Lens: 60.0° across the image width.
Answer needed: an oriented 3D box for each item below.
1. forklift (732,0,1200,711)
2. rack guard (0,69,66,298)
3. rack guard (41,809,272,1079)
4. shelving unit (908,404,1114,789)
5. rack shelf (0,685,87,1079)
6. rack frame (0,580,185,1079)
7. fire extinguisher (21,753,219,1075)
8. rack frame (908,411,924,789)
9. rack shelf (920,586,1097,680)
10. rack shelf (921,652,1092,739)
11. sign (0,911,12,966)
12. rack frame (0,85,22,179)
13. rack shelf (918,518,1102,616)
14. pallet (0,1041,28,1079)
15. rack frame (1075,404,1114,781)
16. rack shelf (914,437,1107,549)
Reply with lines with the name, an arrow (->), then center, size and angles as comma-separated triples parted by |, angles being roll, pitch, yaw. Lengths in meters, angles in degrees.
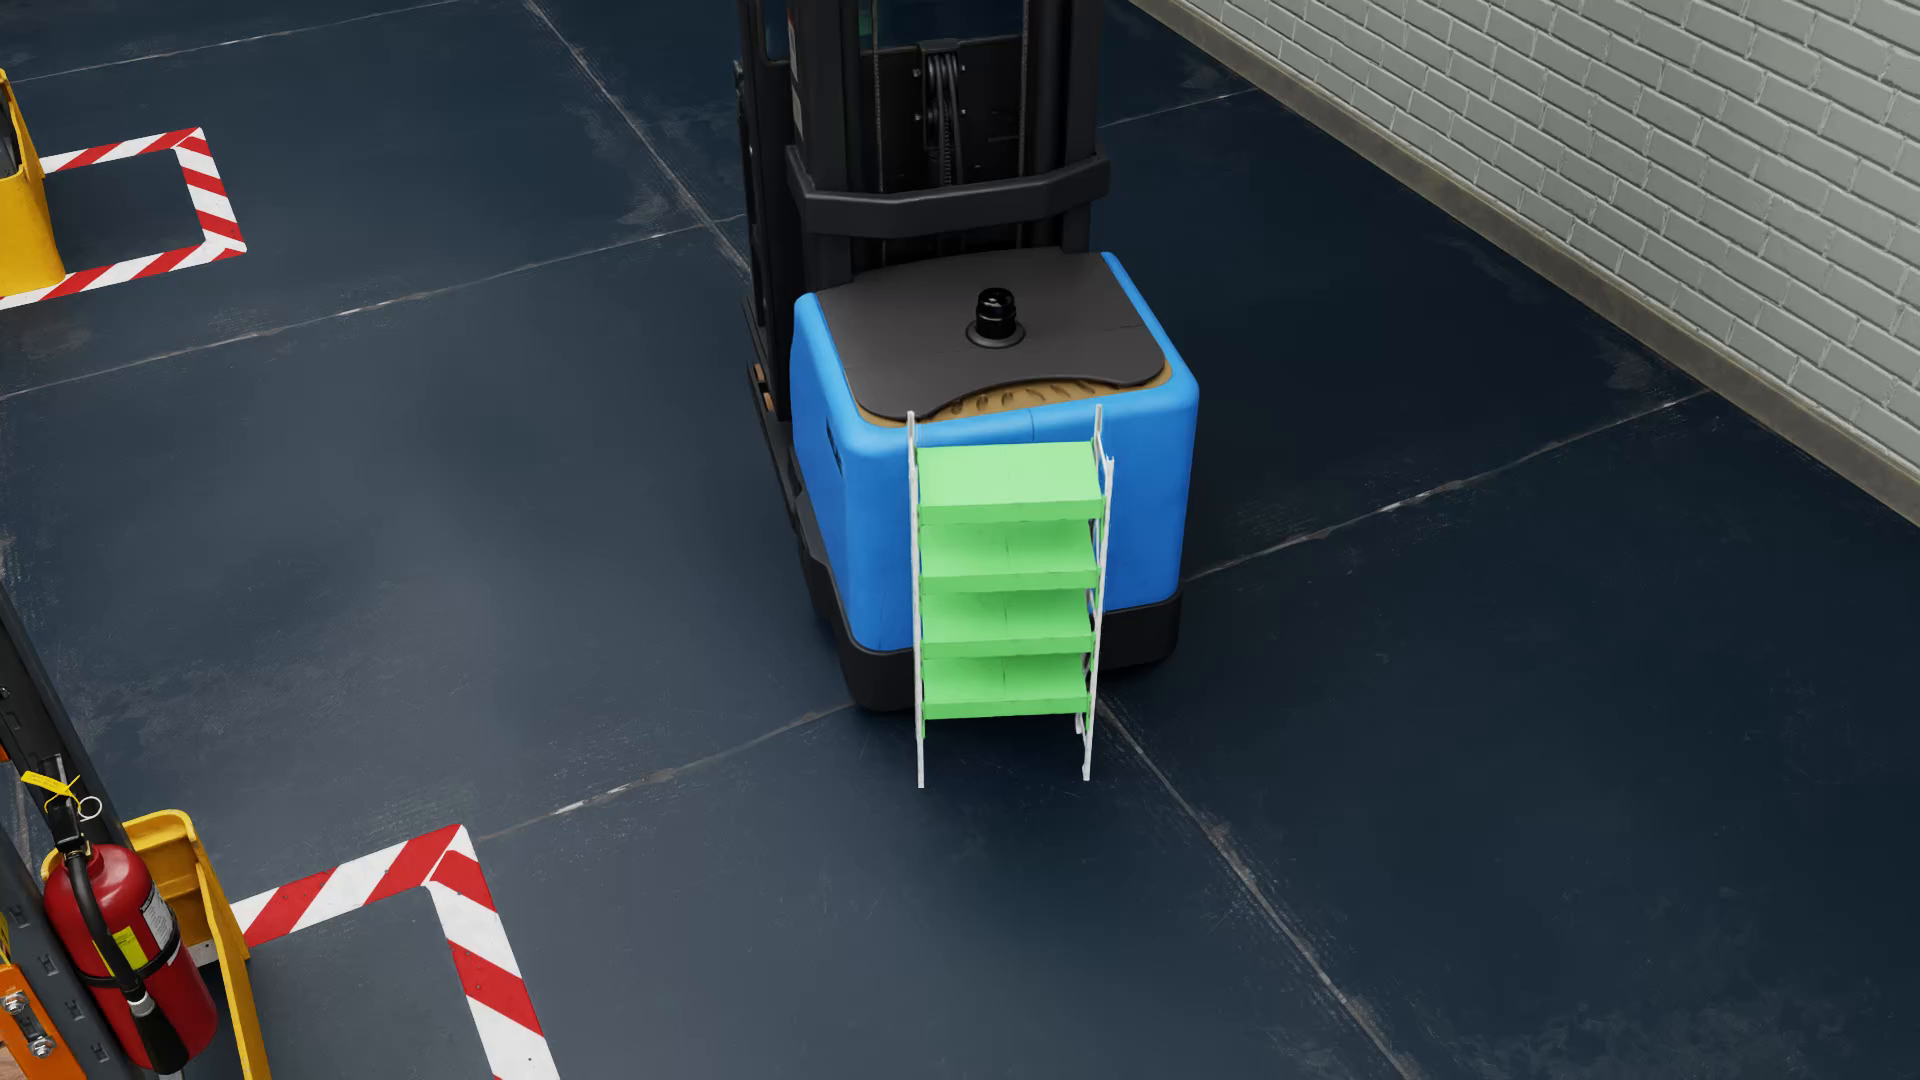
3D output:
forklift -> -0.184, -1.562, 5.327 | 1.130, 2.935, 3.031 | -10, 41, -11
rack guard -> -4.201, -1.563, 7.210 | 0.348, 0.500, 1.175 | -19, 44, -21
rack guard -> -1.834, 1.239, 3.899 | 0.348, 0.500, 1.175 | -19, 44, -21
shelving unit -> 0.123, 0.190, 4.594 | 0.503, 1.200, 0.258 | -2, 41, -3
rack shelf -> -3.623, 1.171, 2.602 | 4.000, 0.370, 1.077 | -19, 44, -21
rack frame -> -1.849, 0.299, 3.075 | 0.127, 3.000, 1.000 | -19, 44, -21
fire extinguisher -> -1.505, 0.687, 2.966 | 0.183, 0.674, 0.296 | -19, 44, -21
rack frame -> -0.120, 0.200, 4.582 | 0.015, 1.200, 0.240 | -2, 41, -3
rack shelf -> 0.123, 0.238, 4.636 | 0.480, 0.148, 0.258 | -2, 41, -3
rack shelf -> 0.123, 0.420, 4.793 | 0.480, 0.148, 0.258 | -2, 41, -3
sign -> -1.580, 0.547, 2.655 | 0.005, 0.325, 0.100 | -19, 44, -21
rack frame -> -4.134, -2.540, 6.429 | 0.127, 3.000, 1.000 | -19, 44, -21
rack shelf -> 0.123, 0.057, 4.478 | 0.480, 0.148, 0.258 | -2, 41, -3
pallet -> -2.598, 1.588, 3.711 | 1.213, 0.211, 1.003 | -19, 44, -21
rack frame -> 0.367, 0.180, 4.606 | 0.015, 1.200, 0.240 | -2, 41, -3
rack shelf -> 0.123, -0.124, 4.321 | 0.480, 0.148, 0.258 | -2, 41, -3
